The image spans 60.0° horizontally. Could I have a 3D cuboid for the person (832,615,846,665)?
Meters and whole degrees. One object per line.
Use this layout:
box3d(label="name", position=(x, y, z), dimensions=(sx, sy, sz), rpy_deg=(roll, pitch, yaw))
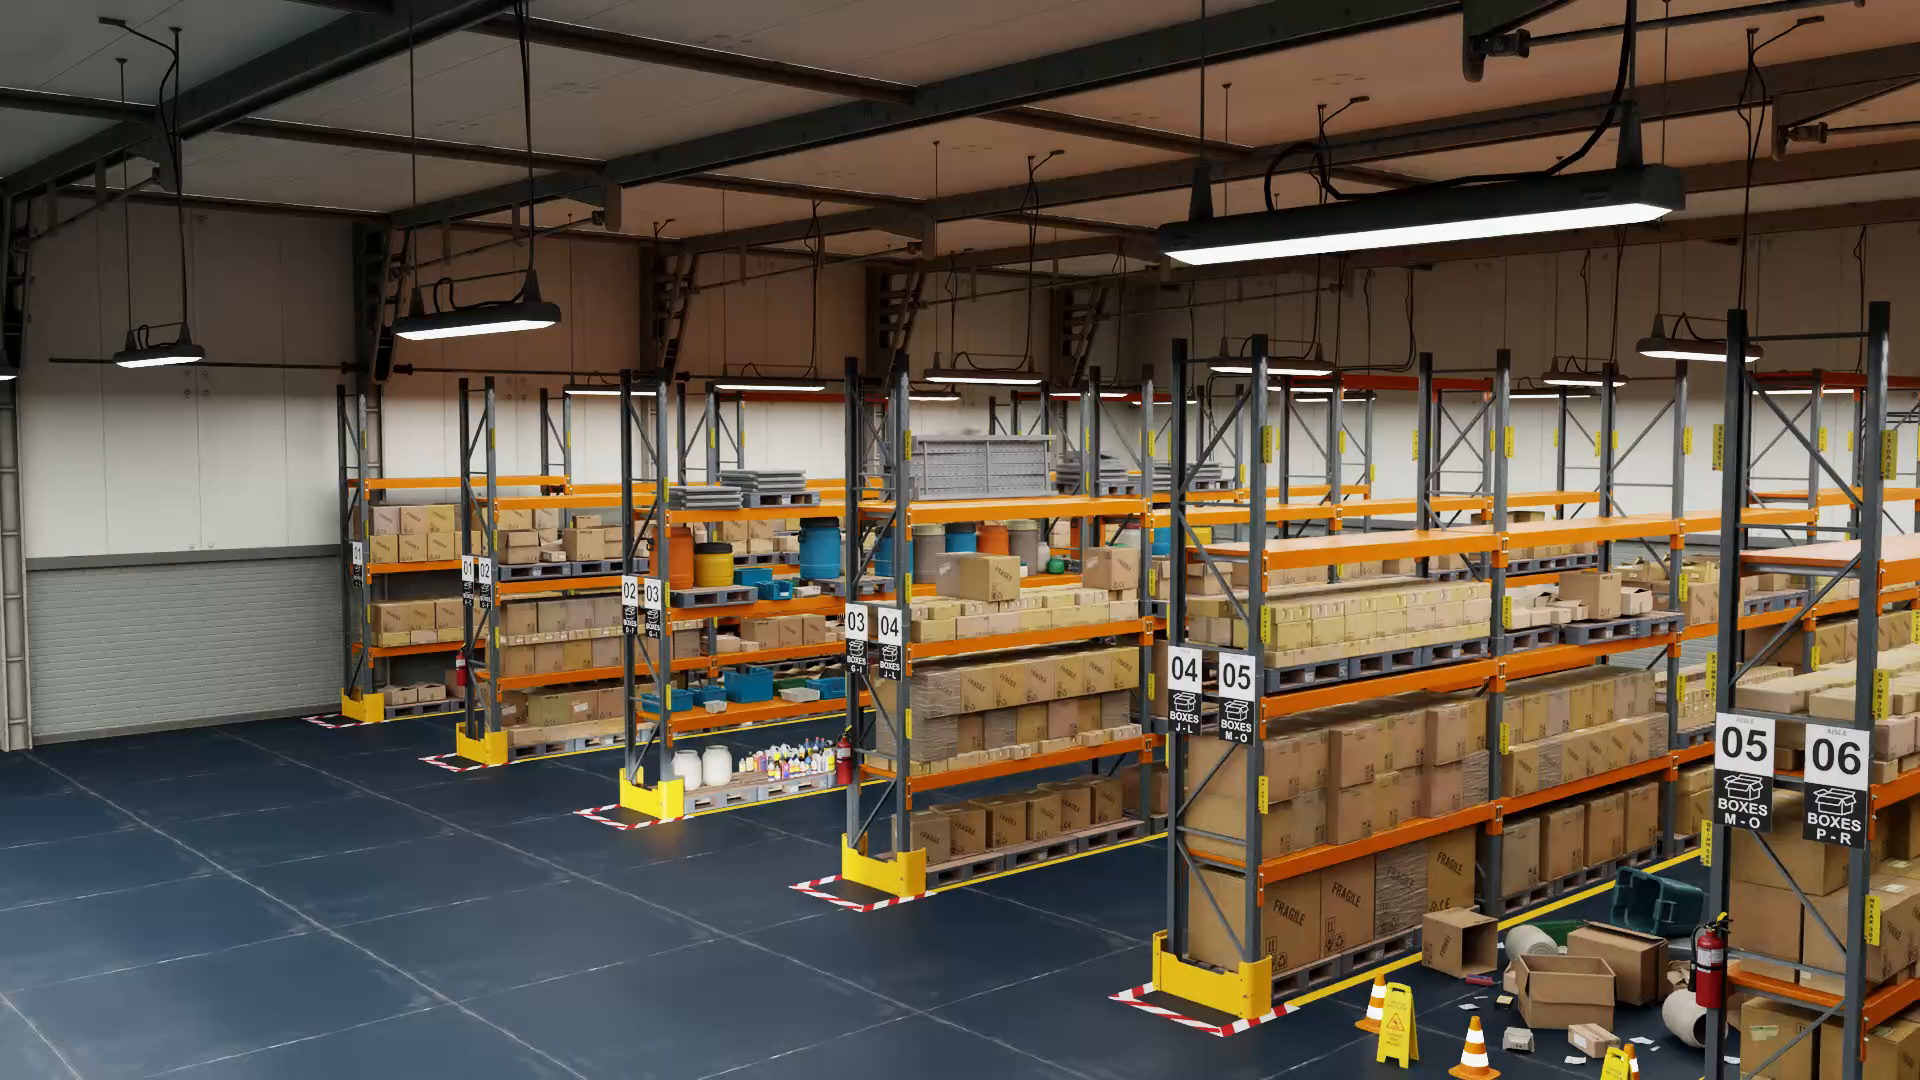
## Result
box3d(label="person", position=(-2.297, 2.251, 32.750), dimensions=(0.522, 1.553, 0.577), rpy_deg=(3, 5, 41))

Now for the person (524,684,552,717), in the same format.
box3d(label="person", position=(-7.246, 2.449, 28.882), dimensions=(0.643, 1.719, 1.018), rpy_deg=(4, 5, 43))
